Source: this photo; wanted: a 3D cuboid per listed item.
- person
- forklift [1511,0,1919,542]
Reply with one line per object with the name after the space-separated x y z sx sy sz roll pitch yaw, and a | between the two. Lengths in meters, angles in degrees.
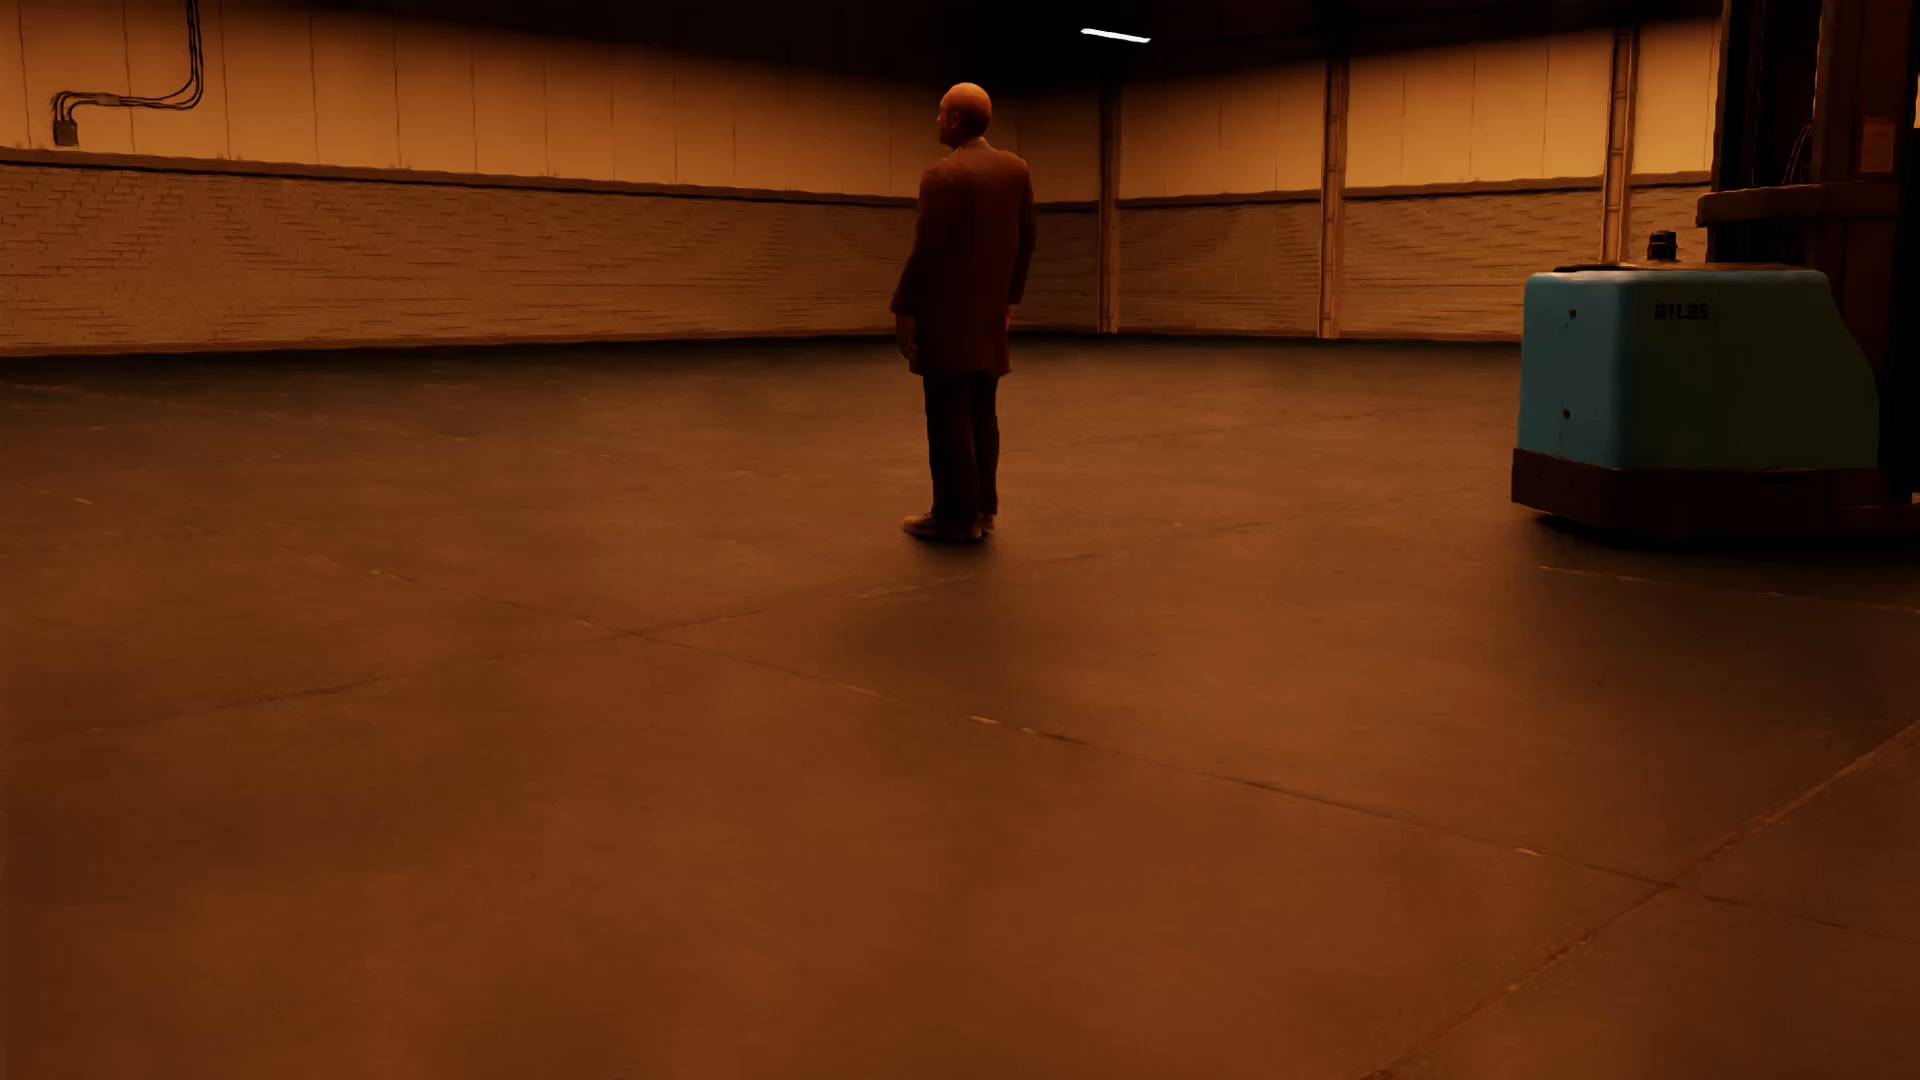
-0.063 -0.896 6.650 0.580 1.776 0.694 8 12 43 | person
3.991 -1.504 6.863 3.031 2.935 1.130 -1 9 -5 | forklift
